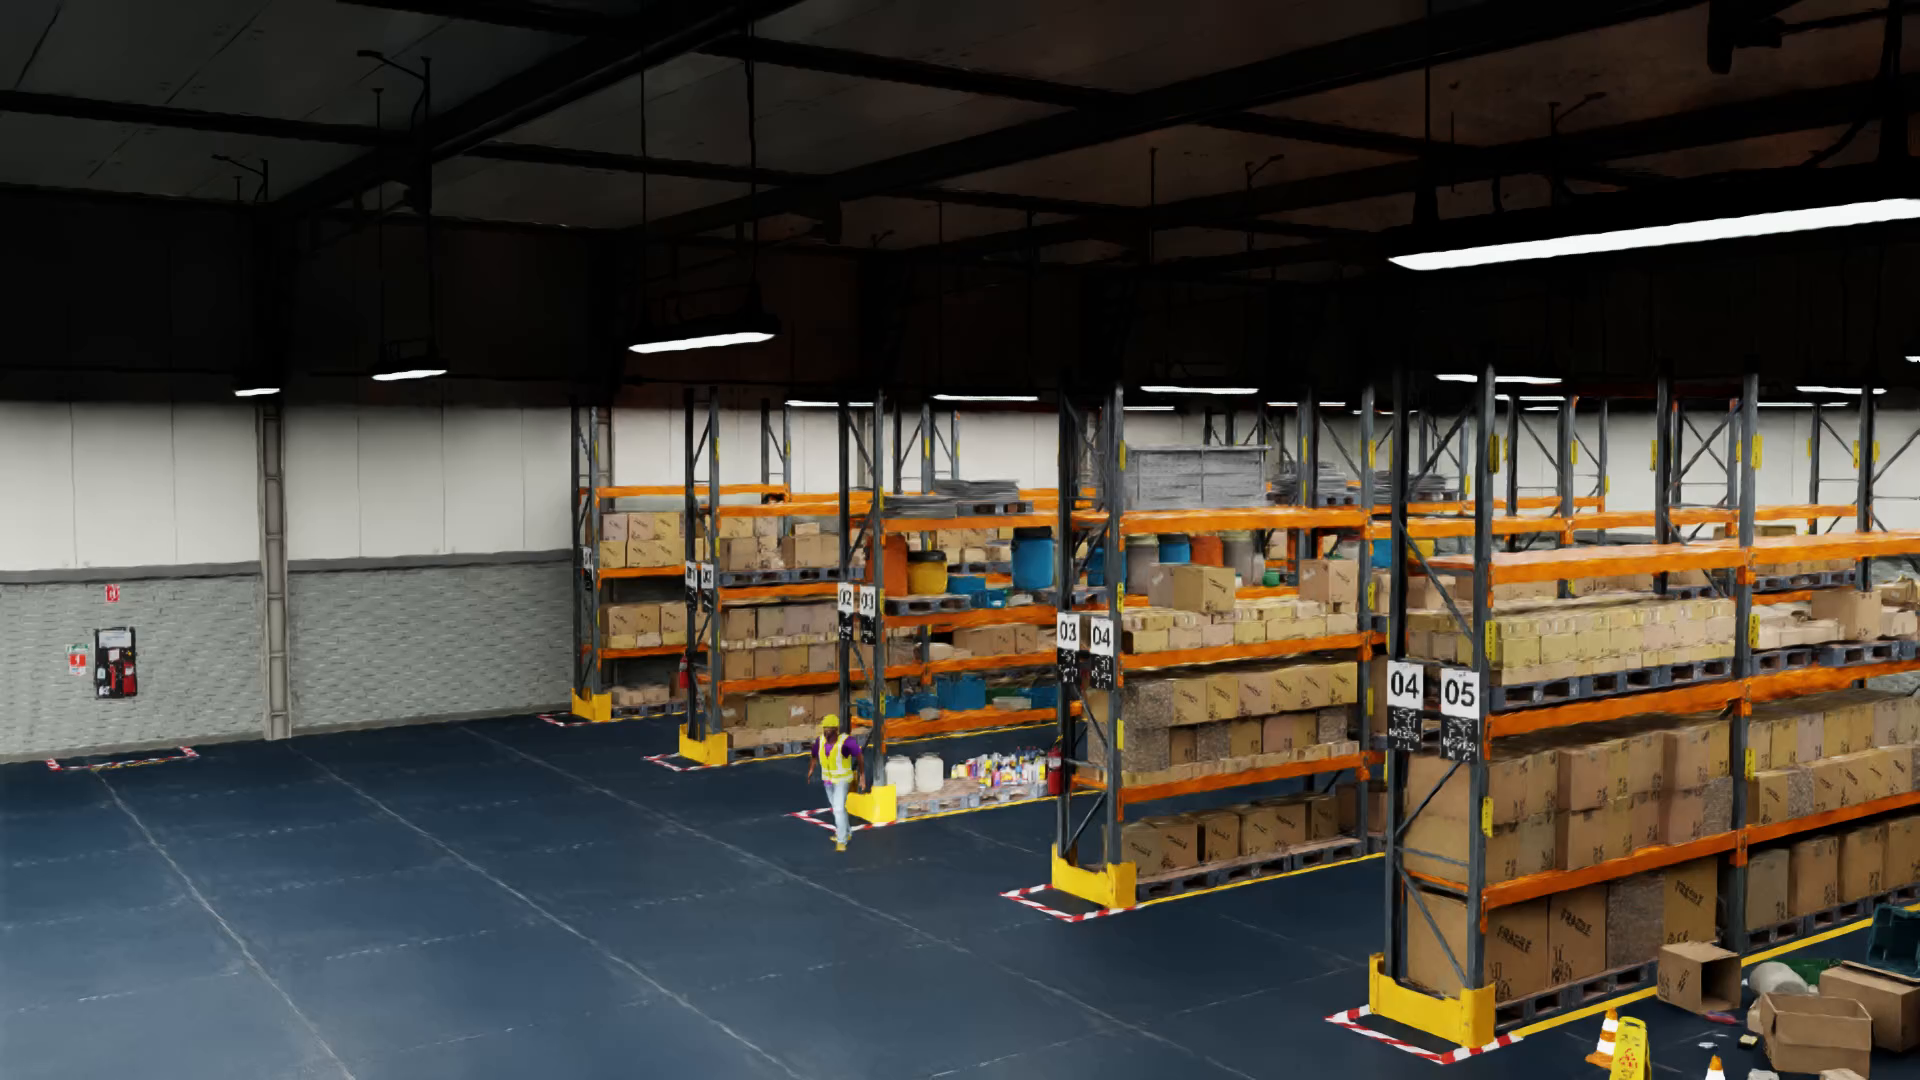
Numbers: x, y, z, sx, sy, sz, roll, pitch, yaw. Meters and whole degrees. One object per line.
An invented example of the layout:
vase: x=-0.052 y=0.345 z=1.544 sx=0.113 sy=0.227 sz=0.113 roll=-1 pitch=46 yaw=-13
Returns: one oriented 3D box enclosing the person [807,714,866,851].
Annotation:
person: x=-1.557 y=3.035 z=21.087 sx=0.706 sy=1.696 sz=0.801 roll=2 pitch=4 yaw=35
